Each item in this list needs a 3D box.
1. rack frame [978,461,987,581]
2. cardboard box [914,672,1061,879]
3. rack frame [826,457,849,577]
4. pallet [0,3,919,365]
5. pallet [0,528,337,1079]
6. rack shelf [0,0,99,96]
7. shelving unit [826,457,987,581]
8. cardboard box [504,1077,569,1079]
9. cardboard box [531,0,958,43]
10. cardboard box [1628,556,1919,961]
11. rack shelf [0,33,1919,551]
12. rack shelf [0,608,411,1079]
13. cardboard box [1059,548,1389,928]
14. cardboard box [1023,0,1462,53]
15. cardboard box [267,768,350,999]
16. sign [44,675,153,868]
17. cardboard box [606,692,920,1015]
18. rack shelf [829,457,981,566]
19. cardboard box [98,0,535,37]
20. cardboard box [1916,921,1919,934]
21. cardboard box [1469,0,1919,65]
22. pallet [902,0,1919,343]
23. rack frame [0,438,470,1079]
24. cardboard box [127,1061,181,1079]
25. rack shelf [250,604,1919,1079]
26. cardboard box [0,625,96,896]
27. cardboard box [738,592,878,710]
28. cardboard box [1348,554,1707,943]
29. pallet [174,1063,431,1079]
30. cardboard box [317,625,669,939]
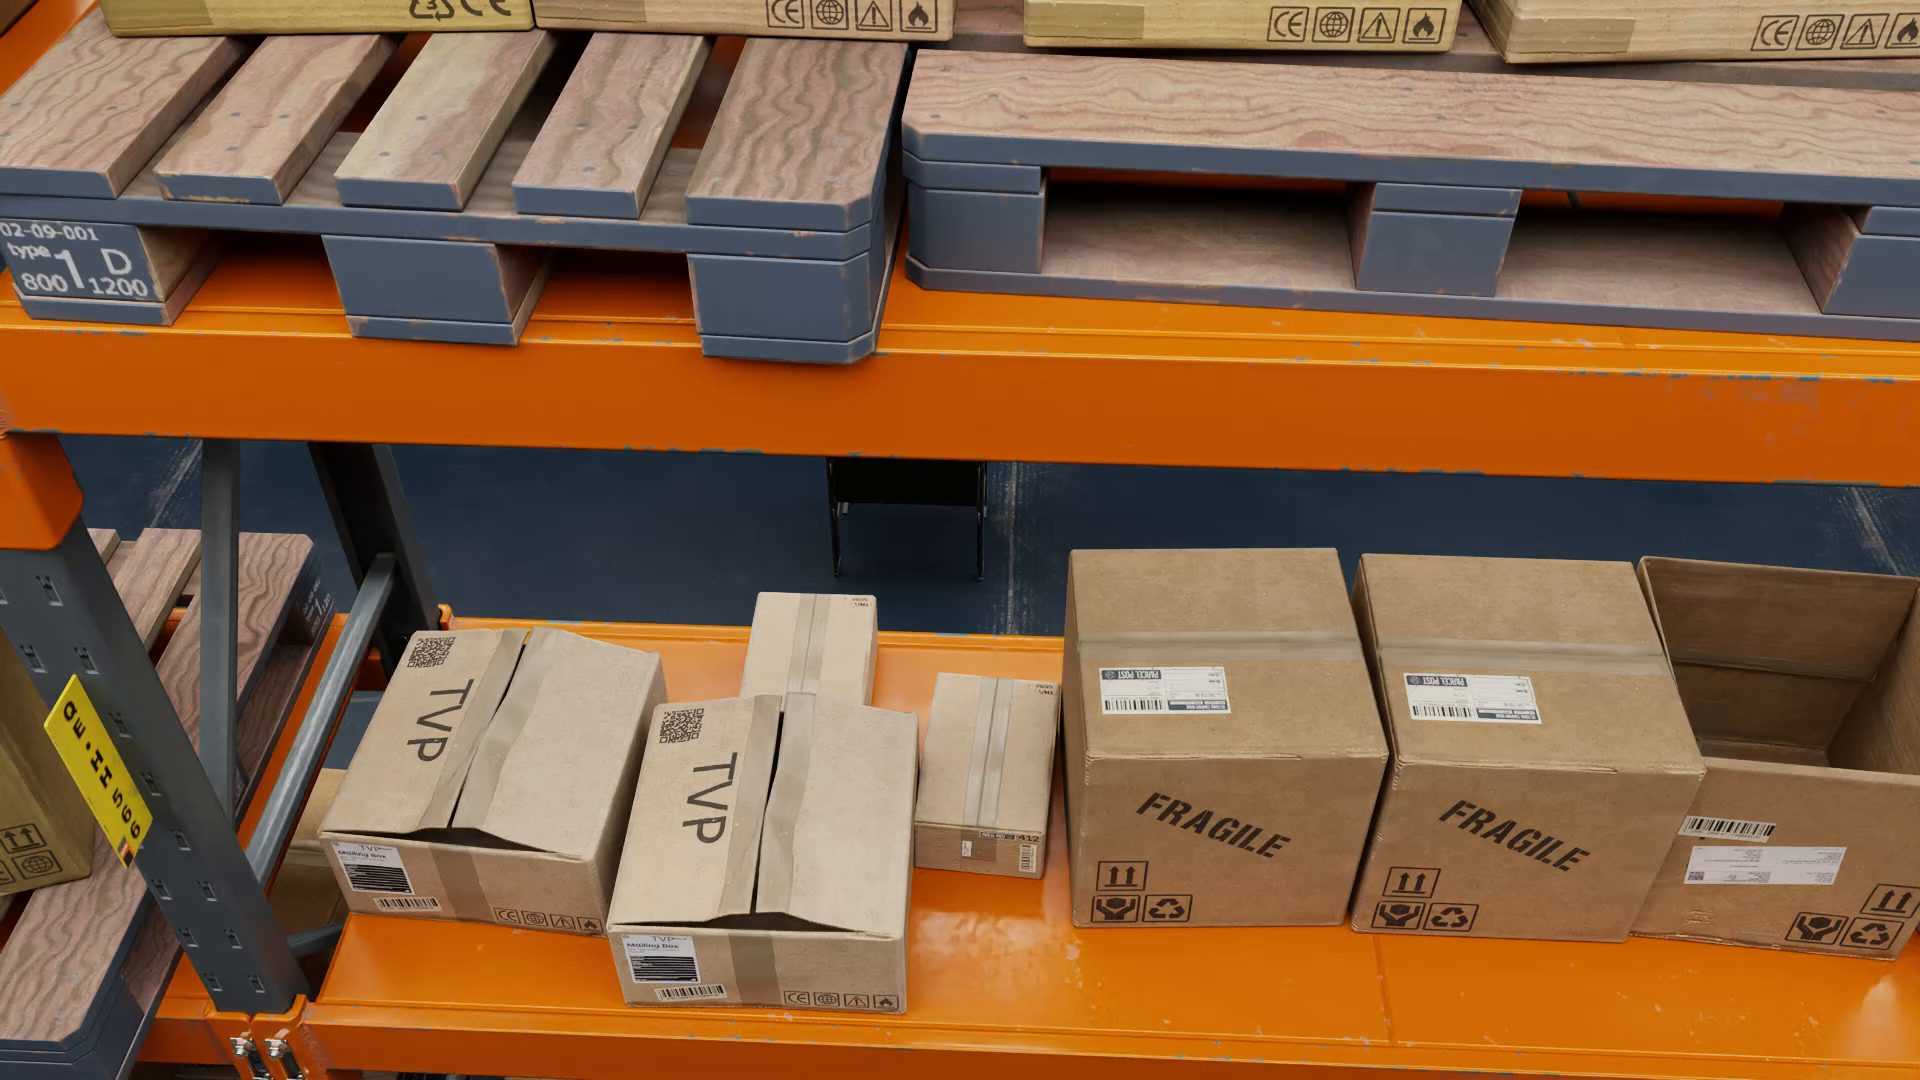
[{"bbox_3d":[0.078,-0.766,5.032,0.015,2.100,0.400,2,43,2],"label":"rack frame"},{"bbox_3d":[0.055,0.454,3.246,0.250,0.149,0.380,5,43,5],"label":"cardboard box"},{"bbox_3d":[-0.409,-0.781,5.048,0.015,2.100,0.400,2,43,2],"label":"rack frame"},{"bbox_3d":[-0.539,-0.707,2.247,1.003,0.211,1.213,4,43,4],"label":"pallet"},{"bbox_3d":[-1.901,0.458,3.198,1.003,0.211,1.213,2,43,2],"label":"pallet"},{"bbox_3d":[-3.219,-0.535,2.450,4.000,0.370,1.077,2,43,2],"label":"rack shelf"},{"bbox_3d":[-0.165,-0.773,5.040,0.503,2.100,0.431,2,43,2],"label":"shelving unit"},{"bbox_3d":[-0.711,1.224,3.533,0.500,0.311,0.500,3,43,3],"label":"cardboard box"},{"bbox_3d":[-0.241,-0.856,2.069,0.500,0.250,0.500,3,43,3],"label":"cardboard box"},{"bbox_3d":[1.482,0.397,3.050,0.500,0.500,0.500,5,43,5],"label":"cardboard box"},{"bbox_3d":[0.777,-0.412,2.319,4.000,0.370,1.077,2,43,2],"label":"rack shelf"},{"bbox_3d":[-3.219,0.563,3.473,4.000,0.370,1.077,2,43,2],"label":"rack shelf"},{"bbox_3d":[0.456,0.365,3.084,0.500,0.500,0.500,0,43,0],"label":"cardboard box"},{"bbox_3d":[0.330,-0.831,2.042,0.500,0.250,0.500,1,43,1],"label":"cardboard box"},{"bbox_3d":[-1.663,0.906,4.088,0.500,0.500,0.500,3,43,4],"label":"cardboard box"},{"bbox_3d":[-1.236,0.336,2.397,0.005,0.325,0.100,2,43,2],"label":"sign"},{"bbox_3d":[-0.336,0.553,3.021,0.500,0.311,0.500,1,43,1],"label":"cardboard box"},{"bbox_3d":[-0.165,-0.251,5.526,0.480,0.518,0.431,2,43,2],"label":"rack shelf"},{"bbox_3d":[-0.765,-0.860,2.073,0.500,0.250,0.500,-1,43,-1],"label":"cardboard box"},{"bbox_3d":[1.888,0.631,2.970,0.258,0.266,0.396,1,43,1],"label":"cardboard box"},{"bbox_3d":[0.868,-0.813,2.023,0.500,0.250,0.500,-2,43,-2],"label":"cardboard box"},{"bbox_3d":[0.578,-0.675,2.212,1.213,0.211,1.003,4,43,4],"label":"pallet"},{"bbox_3d":[-1.221,0.361,3.162,0.127,3.000,1.000,2,43,2],"label":"rack frame"},{"bbox_3d":[-2.166,1.246,3.723,0.500,0.500,0.500,3,43,4],"label":"cardboard box"},{"bbox_3d":[0.777,0.686,3.341,4.000,0.370,1.077,2,43,2],"label":"rack shelf"},{"bbox_3d":[-1.855,0.228,2.923,0.500,0.500,0.700,-12,44,-12],"label":"cardboard box"},{"bbox_3d":[-0.310,0.293,3.420,0.250,0.149,0.380,2,43,2],"label":"cardboard box"},{"bbox_3d":[0.982,0.381,3.067,0.500,0.500,0.500,2,43,2],"label":"cardboard box"},{"bbox_3d":[-1.965,1.333,4.164,1.213,0.211,1.003,2,43,2],"label":"pallet"},{"bbox_3d":[-0.860,0.435,3.148,0.500,0.311,0.500,4,43,5],"label":"cardboard box"}]
